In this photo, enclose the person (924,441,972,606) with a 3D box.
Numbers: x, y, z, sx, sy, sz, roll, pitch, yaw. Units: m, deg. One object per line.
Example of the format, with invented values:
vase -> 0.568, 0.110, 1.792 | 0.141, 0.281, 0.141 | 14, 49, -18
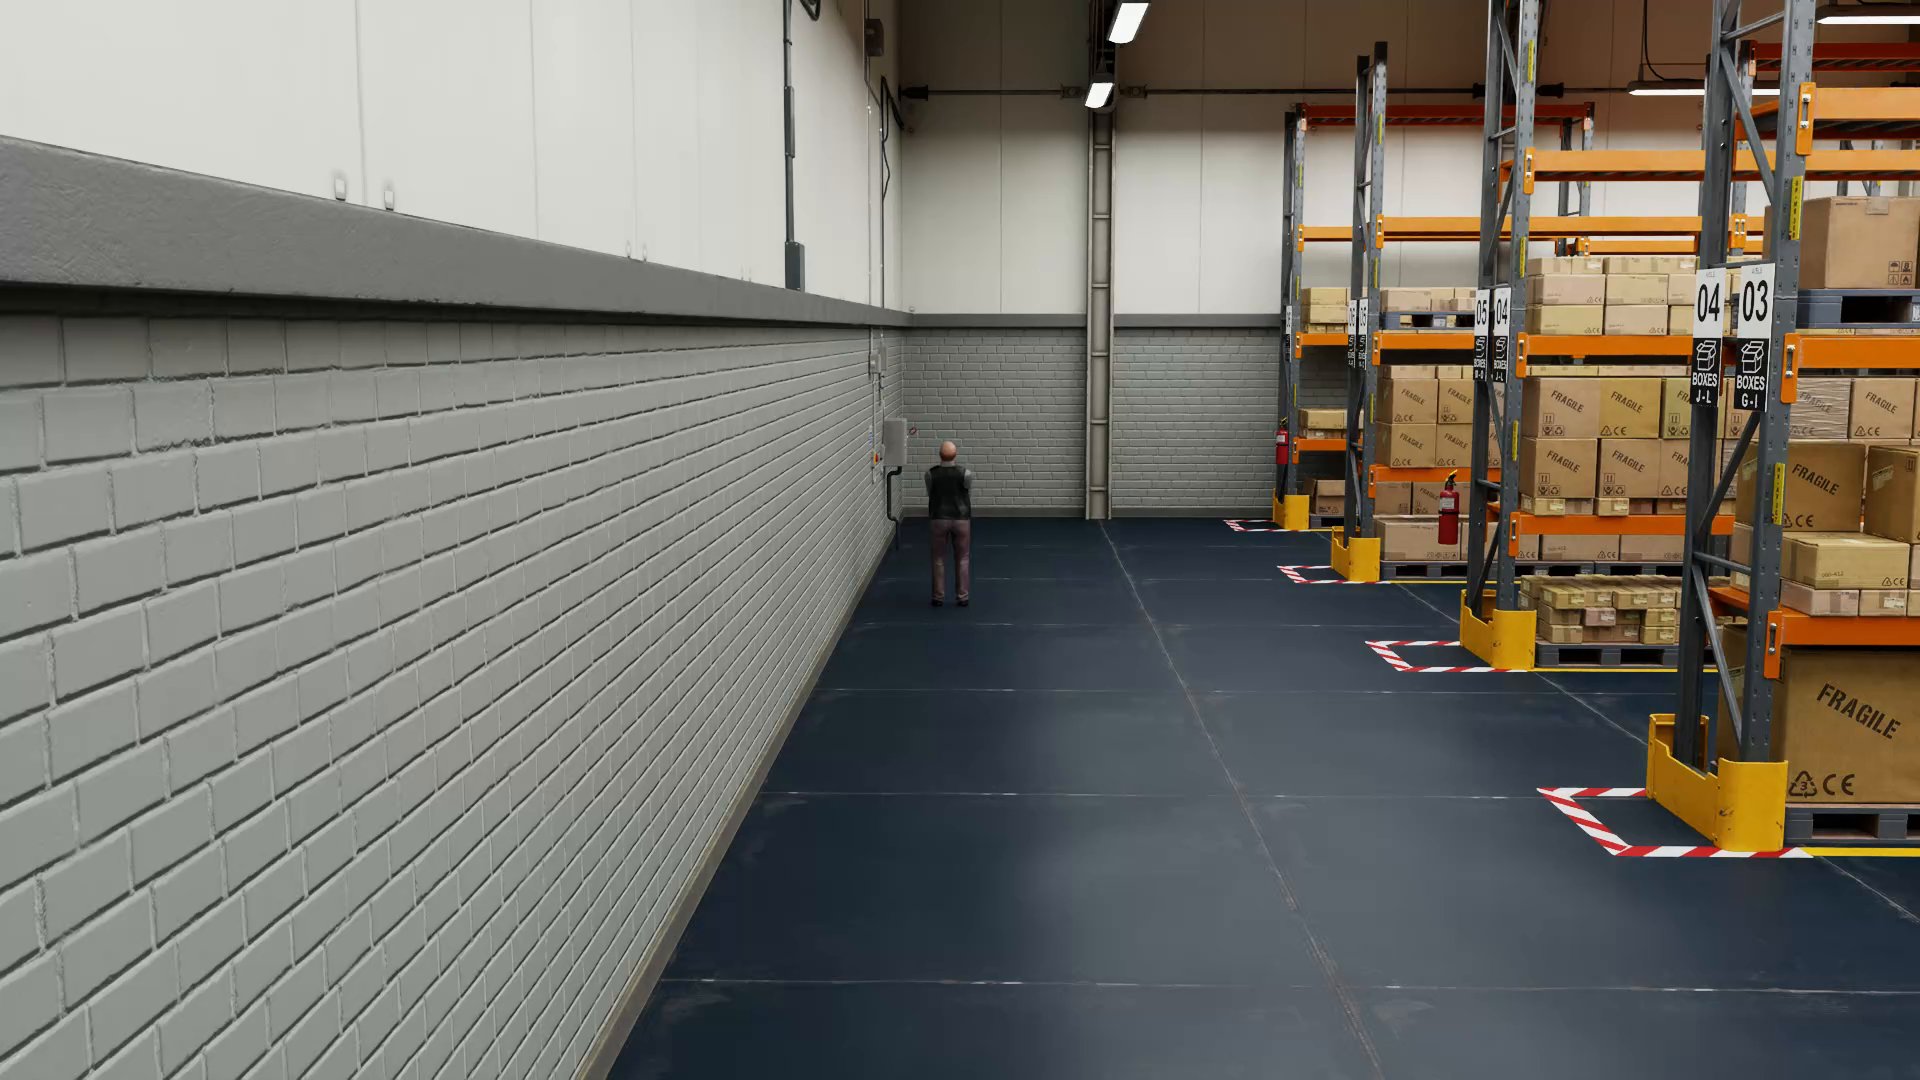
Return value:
person -> -0.118, -0.182, 17.347 | 0.496, 1.714, 0.550 | 0, 7, 1
